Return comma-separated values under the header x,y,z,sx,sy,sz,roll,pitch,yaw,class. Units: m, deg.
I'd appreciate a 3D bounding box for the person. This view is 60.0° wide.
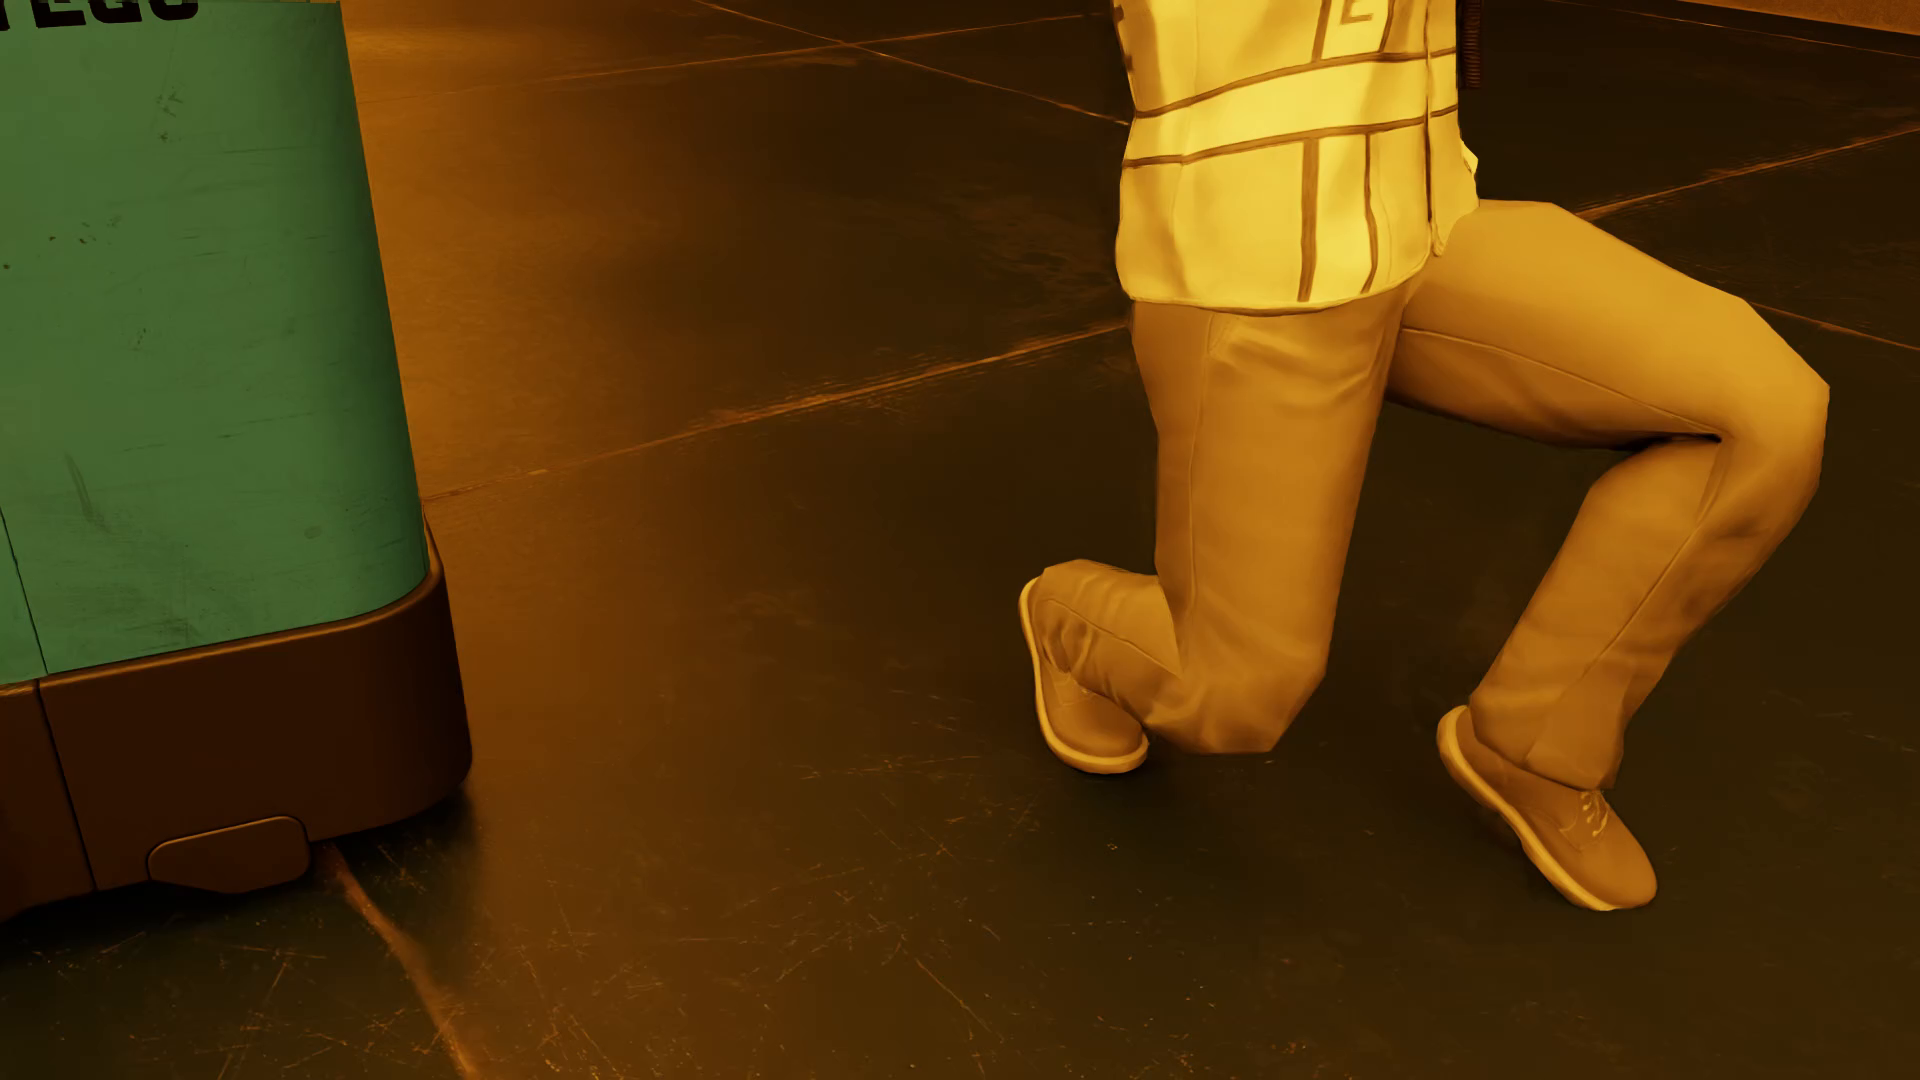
x,y,z,sx,sy,sz,roll,pitch,yaw,class
0.551,-0.407,1.763,0.841,1.439,1.002,20,33,34,person

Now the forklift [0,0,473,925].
x,y,z,sx,sy,sz,roll,pitch,yaw,class
-2.104,-0.907,1.039,3.031,2.935,1.130,-11,29,-21,forklift
